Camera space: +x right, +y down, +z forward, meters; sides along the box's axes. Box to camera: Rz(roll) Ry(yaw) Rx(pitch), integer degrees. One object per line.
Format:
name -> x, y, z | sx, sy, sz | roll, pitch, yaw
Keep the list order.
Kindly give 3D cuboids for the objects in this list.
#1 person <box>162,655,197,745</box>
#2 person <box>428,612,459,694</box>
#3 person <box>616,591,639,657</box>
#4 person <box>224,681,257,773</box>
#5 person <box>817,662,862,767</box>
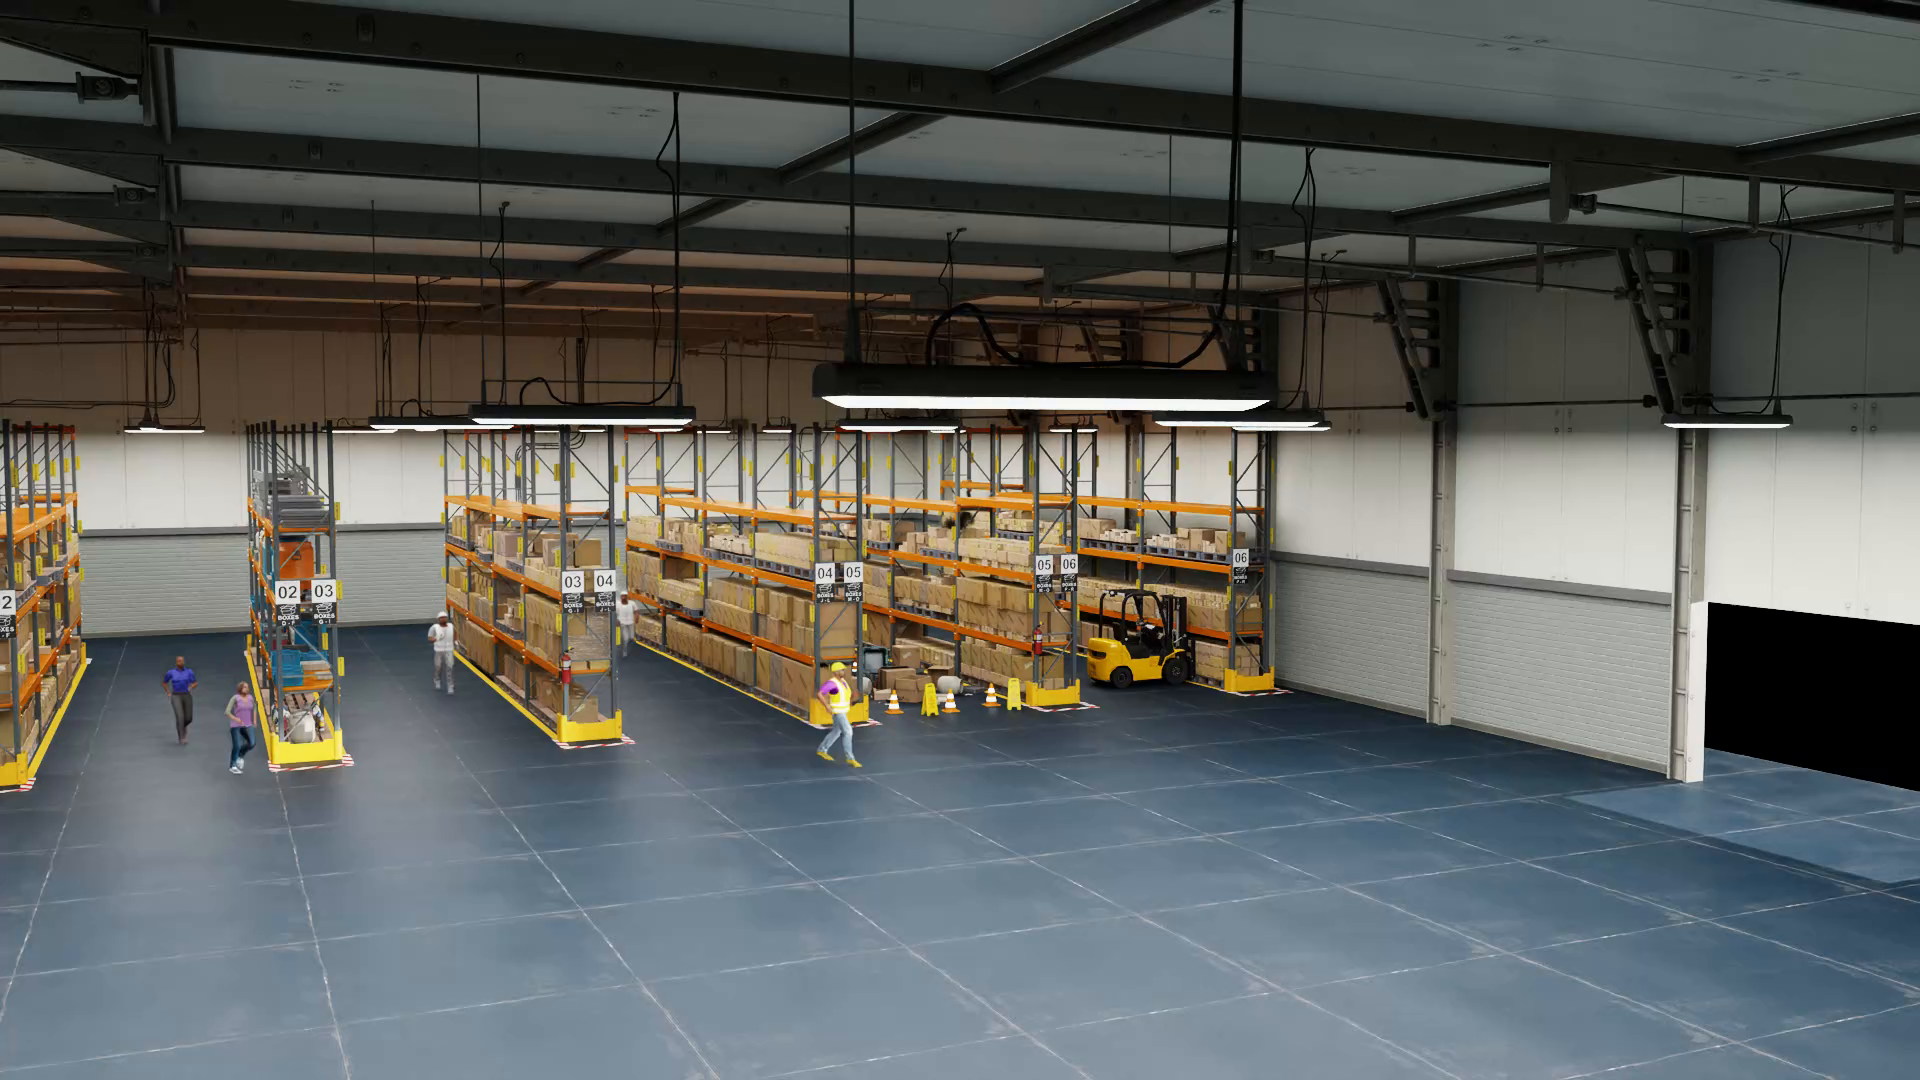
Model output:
person -> -14.555, 2.971, 31.054 | 0.588, 1.610, 0.834 | -3, 4, -36
person -> -11.497, 2.485, 37.032 | 0.678, 1.784, 0.953 | -2, 4, -27
person -> -8.643, 2.175, 43.043 | 0.706, 1.724, 0.523 | -1, 4, -22
person -> -12.187, 3.181, 28.304 | 0.500, 1.556, 0.609 | 3, 5, 41
person -> -2.098, 3.016, 28.861 | 0.880, 1.795, 0.686 | 1, 4, 14
